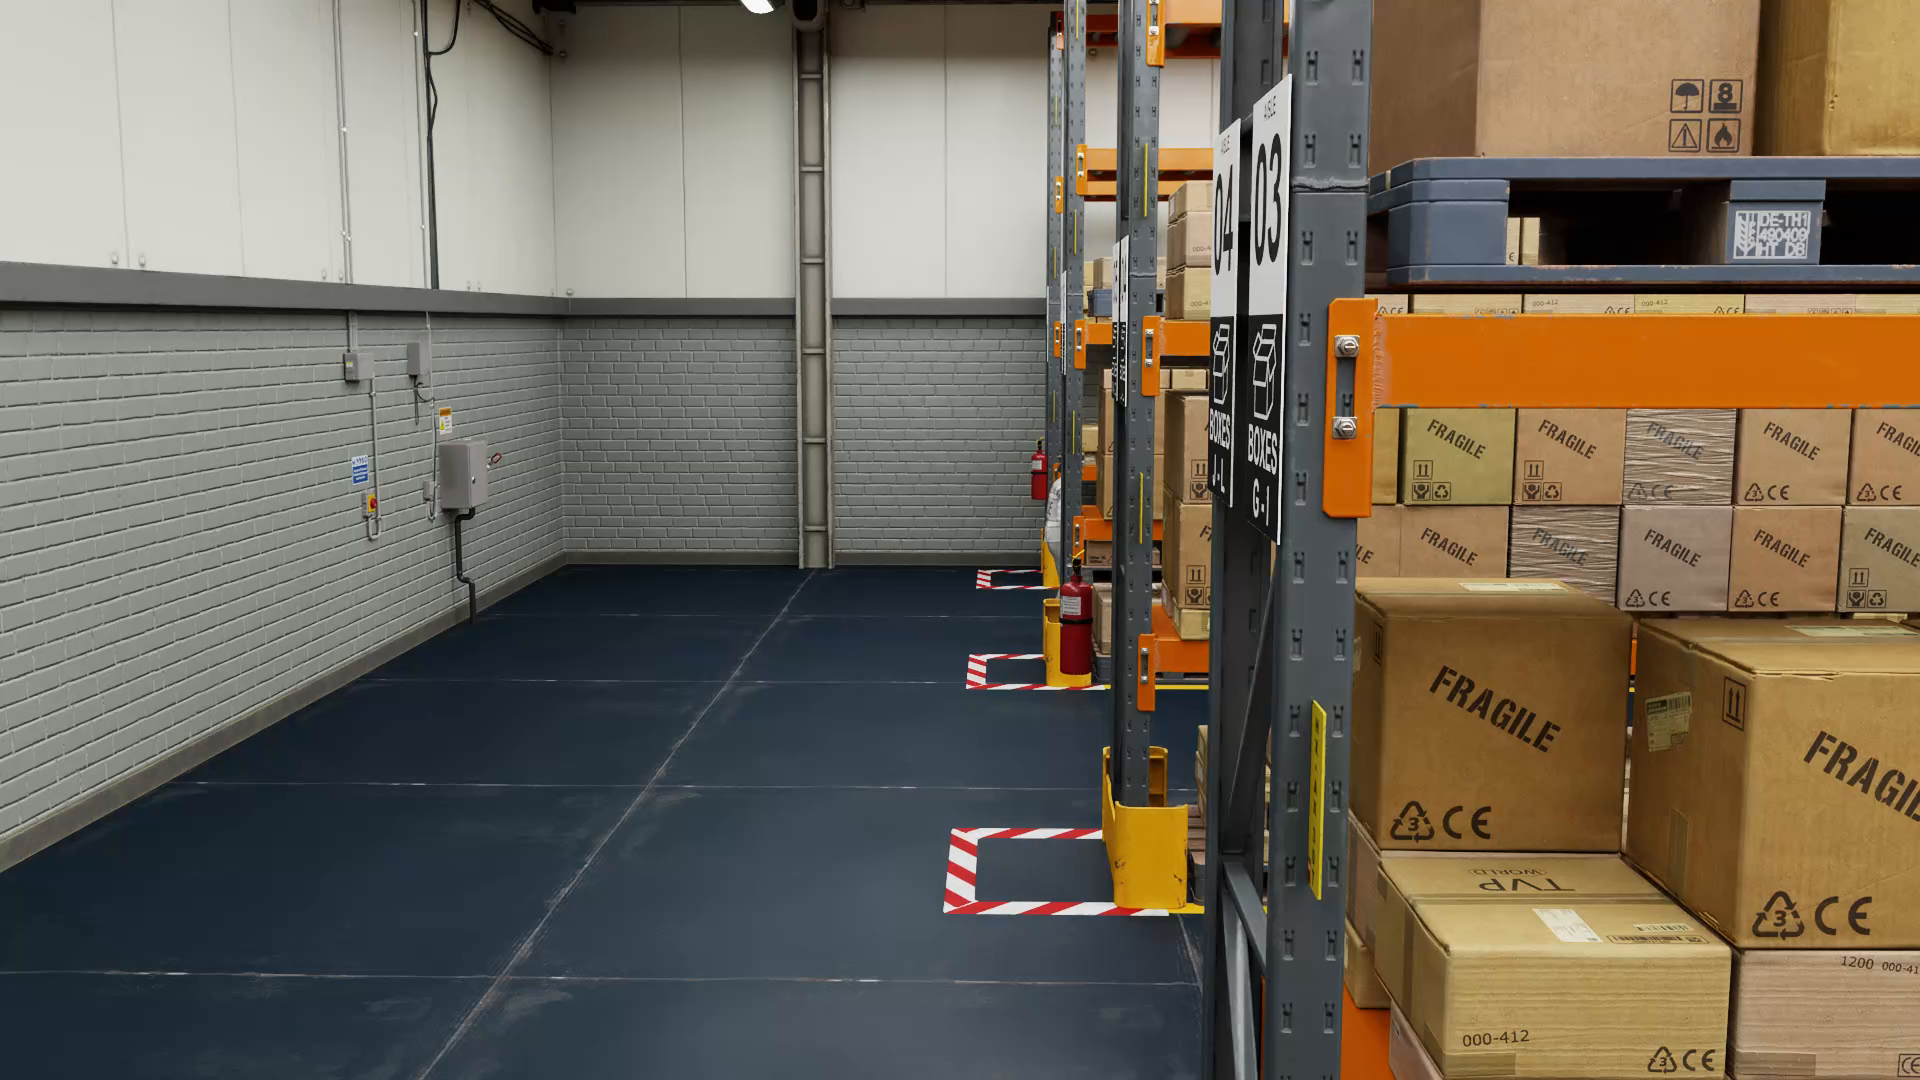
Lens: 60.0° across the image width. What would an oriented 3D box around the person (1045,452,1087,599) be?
[{"bbox_3d":[0.963,0.042,14.938,0.404,1.663,0.532,0,7,1],"label":"person"}]
